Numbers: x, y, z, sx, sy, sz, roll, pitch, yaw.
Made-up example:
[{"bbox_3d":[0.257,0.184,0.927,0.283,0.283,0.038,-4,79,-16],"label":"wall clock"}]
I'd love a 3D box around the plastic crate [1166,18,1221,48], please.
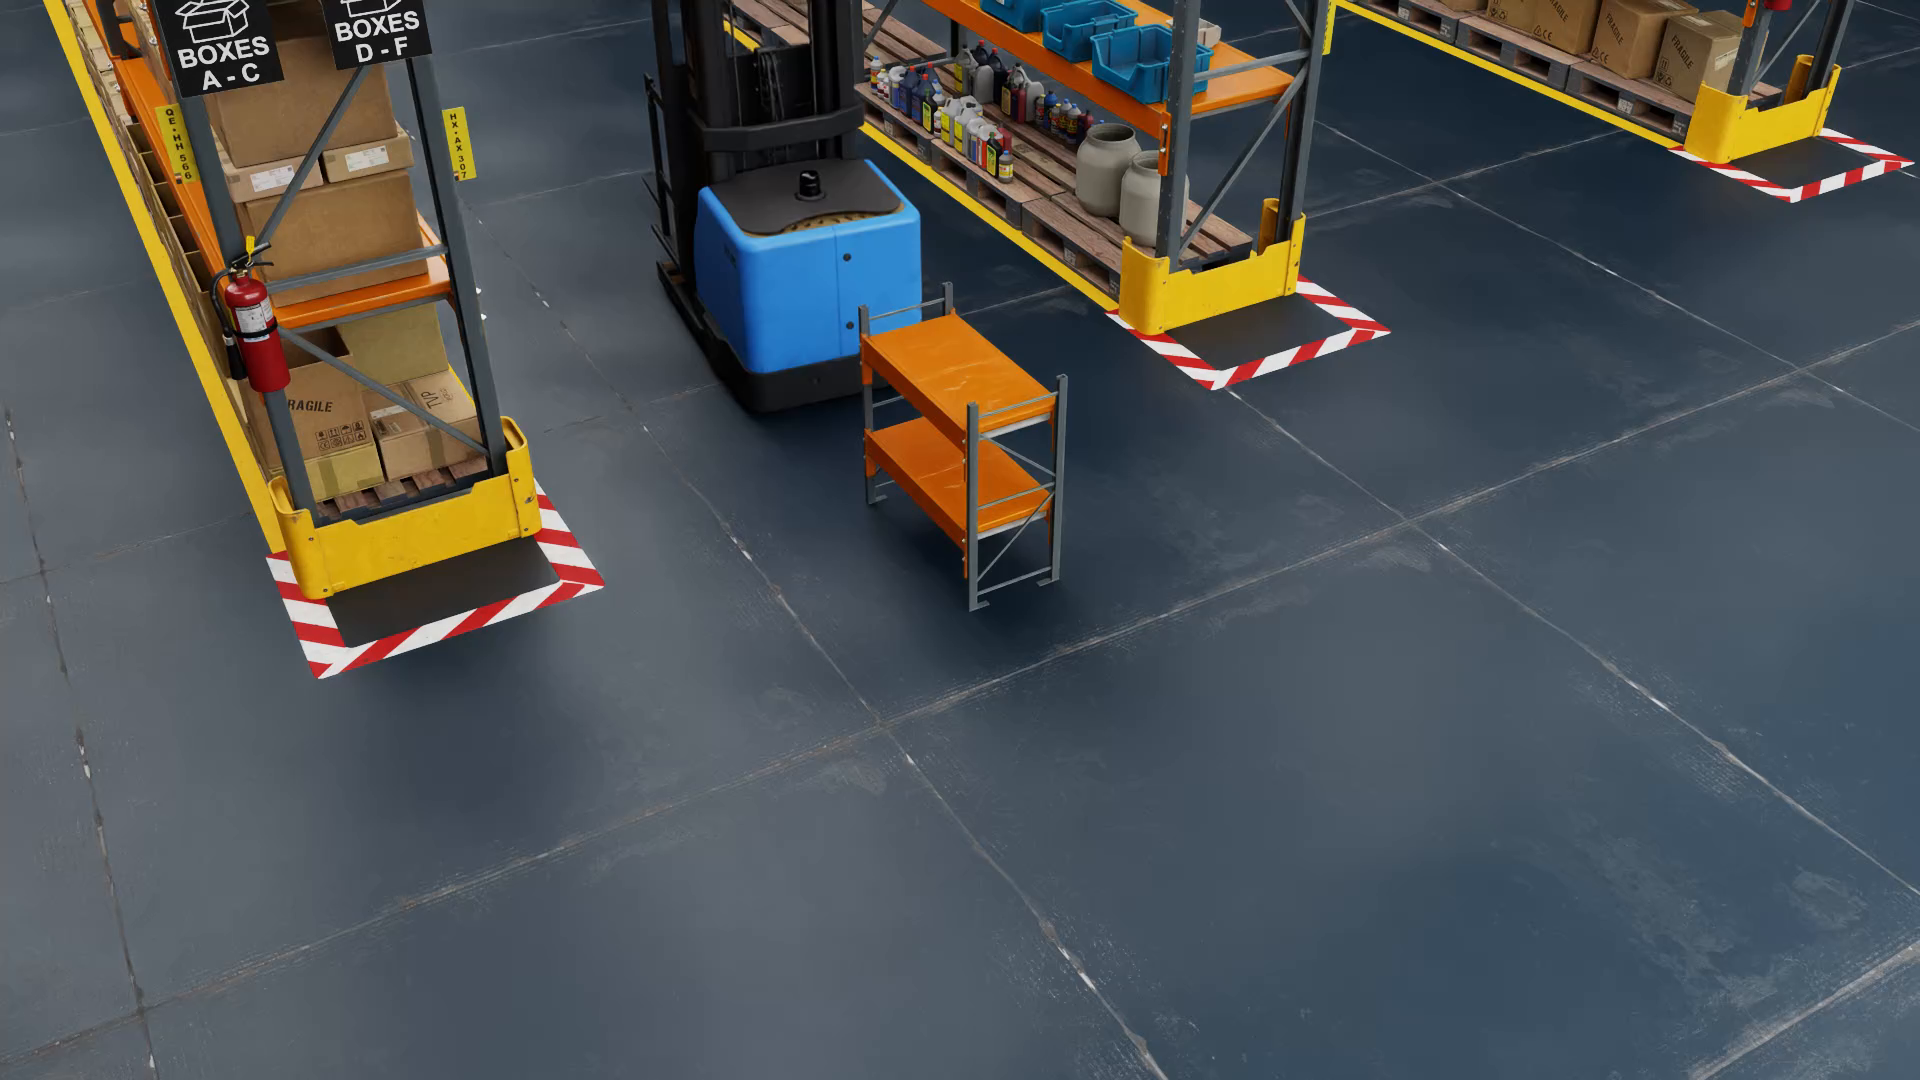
[{"bbox_3d":[1.438,-3.098,10.172,0.298,0.136,0.250,-19,40,-24],"label":"plastic crate"}]

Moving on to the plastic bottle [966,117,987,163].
[{"bbox_3d":[0.135,-2.744,11.401,0.152,0.276,0.135,-20,41,-25],"label":"plastic bottle"}]

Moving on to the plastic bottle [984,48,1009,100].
[{"bbox_3d":[0.269,-3.460,12.316,0.144,0.351,0.185,-21,41,-26],"label":"plastic bottle"}]

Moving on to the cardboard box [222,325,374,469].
[{"bbox_3d":[-3.202,-0.734,8.051,0.500,0.500,0.500,-19,40,-24],"label":"cardboard box"}]

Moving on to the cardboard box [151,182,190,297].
[{"bbox_3d":[-4.220,-1.749,9.441,0.500,0.500,0.500,-19,40,-24],"label":"cardboard box"}]

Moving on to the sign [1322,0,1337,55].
[{"bbox_3d":[2.087,-2.925,9.477,0.100,0.325,0.005,-19,40,-24],"label":"sign"}]

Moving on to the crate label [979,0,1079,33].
[{"bbox_3d":[0.451,-3.525,10.504,0.502,0.435,0.616,-19,40,-24],"label":"crate label"}]

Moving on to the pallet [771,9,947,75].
[{"bbox_3d":[-0.828,-3.955,13.487,1.003,0.211,1.213,-19,40,-24],"label":"pallet"}]

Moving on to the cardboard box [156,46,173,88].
[{"bbox_3d":[-3.813,-2.418,8.382,0.380,0.149,0.250,-19,40,-25],"label":"cardboard box"}]

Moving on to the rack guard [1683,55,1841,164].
[{"bbox_3d":[5.854,-3.150,12.138,1.175,0.500,0.348,-19,40,-24],"label":"rack guard"}]

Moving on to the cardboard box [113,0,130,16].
[{"bbox_3d":[-5.285,-3.566,10.704,0.396,0.266,0.258,-20,41,-25],"label":"cardboard box"}]

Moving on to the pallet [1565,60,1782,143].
[{"bbox_3d":[5.476,-3.458,12.805,1.003,0.211,1.213,-19,40,-24],"label":"pallet"}]

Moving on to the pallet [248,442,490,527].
[{"bbox_3d":[-3.096,-0.438,8.671,1.003,0.211,1.213,-19,40,-24],"label":"pallet"}]

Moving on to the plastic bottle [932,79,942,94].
[{"bbox_3d":[-0.176,-3.196,12.022,0.097,0.271,0.097,0,36,0],"label":"plastic bottle"}]

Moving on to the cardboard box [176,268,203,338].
[{"bbox_3d":[-4.220,-1.446,9.662,0.500,0.250,0.500,-19,40,-24],"label":"cardboard box"}]

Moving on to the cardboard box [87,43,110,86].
[{"bbox_3d":[-5.901,-3.410,11.875,0.500,0.311,0.500,-19,40,-24],"label":"cardboard box"}]

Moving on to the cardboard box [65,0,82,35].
[{"bbox_3d":[-6.685,-4.198,12.954,0.500,0.311,0.500,-18,40,-22],"label":"cardboard box"}]

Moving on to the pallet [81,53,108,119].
[{"bbox_3d":[-6.315,-3.709,13.149,1.003,0.211,1.213,-19,40,-24],"label":"pallet"}]

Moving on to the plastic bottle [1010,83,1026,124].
[{"bbox_3d":[0.418,-3.152,11.952,0.061,0.283,0.133,-19,40,-24],"label":"plastic bottle"}]

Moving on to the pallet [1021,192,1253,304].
[{"bbox_3d":[1.127,-1.967,10.764,1.003,0.211,1.213,-19,40,-24],"label":"pallet"}]

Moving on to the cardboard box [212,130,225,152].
[{"bbox_3d":[-3.165,-1.761,7.482,0.380,0.149,0.250,-18,40,-23],"label":"cardboard box"}]

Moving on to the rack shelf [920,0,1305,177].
[{"bbox_3d":[0.605,-3.382,10.947,1.077,0.370,4.000,-19,40,-24],"label":"rack shelf"}]

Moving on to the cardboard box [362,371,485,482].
[{"bbox_3d":[-2.752,-0.585,8.483,0.500,0.250,0.500,-19,40,-24],"label":"cardboard box"}]

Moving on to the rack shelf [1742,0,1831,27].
[{"bbox_3d":[4.887,-4.850,12.957,1.077,0.370,4.000,-19,40,-24],"label":"rack shelf"}]

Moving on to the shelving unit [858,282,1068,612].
[{"bbox_3d":[-0.003,-0.458,7.923,0.538,1.125,1.048,-19,40,-24],"label":"shelving unit"}]

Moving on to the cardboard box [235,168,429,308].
[{"bbox_3d":[-2.899,-1.469,7.633,0.700,0.500,0.500,-19,40,-24],"label":"cardboard box"}]

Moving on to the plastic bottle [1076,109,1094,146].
[{"bbox_3d":[0.870,-2.871,11.568,0.061,0.283,0.133,-18,40,-23],"label":"plastic bottle"}]

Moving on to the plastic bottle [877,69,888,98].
[{"bbox_3d":[-0.568,-3.396,12.356,0.097,0.201,0.097,0,36,0],"label":"plastic bottle"}]

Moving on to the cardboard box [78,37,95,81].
[{"bbox_3d":[-6.432,-3.715,12.769,0.500,0.250,0.500,-20,41,-25],"label":"cardboard box"}]

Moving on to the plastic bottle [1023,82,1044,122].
[{"bbox_3d":[0.510,-3.181,11.998,0.152,0.276,0.135,-18,40,-23],"label":"plastic bottle"}]

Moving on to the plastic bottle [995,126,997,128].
[{"bbox_3d":[0.234,-2.761,11.486,0.097,0.201,0.097,0,36,0],"label":"plastic bottle"}]

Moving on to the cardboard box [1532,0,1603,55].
[{"bbox_3d":[4.965,-4.223,13.253,0.500,0.500,0.500,-15,39,-20],"label":"cardboard box"}]

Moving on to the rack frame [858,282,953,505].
[{"bbox_3d":[-0.259,-0.717,8.278,0.500,1.125,0.032,-19,40,-24],"label":"rack frame"}]

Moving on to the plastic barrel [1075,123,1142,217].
[{"bbox_3d":[0.961,-2.386,10.727,0.421,0.512,0.421,0,36,0],"label":"plastic barrel"}]

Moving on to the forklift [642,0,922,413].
[{"bbox_3d":[-1.243,-2.744,9.521,1.130,2.935,3.031,-14,38,-19],"label":"forklift"}]

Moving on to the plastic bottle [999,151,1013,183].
[{"bbox_3d":[0.308,-2.507,11.139,0.097,0.201,0.097,0,36,0],"label":"plastic bottle"}]

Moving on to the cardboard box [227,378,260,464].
[{"bbox_3d":[-3.462,-0.683,8.618,0.500,0.250,0.500,-19,40,-24],"label":"cardboard box"}]

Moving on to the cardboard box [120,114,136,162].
[{"bbox_3d":[-5.136,-2.634,10.813,0.500,0.311,0.500,-19,40,-24],"label":"cardboard box"}]

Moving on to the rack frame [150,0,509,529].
[{"bbox_3d":[-2.675,-1.187,7.332,1.000,3.000,0.127,-19,40,-24],"label":"rack frame"}]

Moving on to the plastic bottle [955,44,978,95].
[{"bbox_3d":[0.048,-3.515,12.392,0.144,0.351,0.185,-19,40,-24],"label":"plastic bottle"}]

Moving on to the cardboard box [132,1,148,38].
[{"bbox_3d":[-4.203,-2.814,8.925,0.380,0.149,0.250,-20,41,-25],"label":"cardboard box"}]

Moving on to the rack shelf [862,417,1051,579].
[{"bbox_3d":[-0.003,-0.260,8.067,0.538,0.278,1.000,-19,40,-24],"label":"rack shelf"}]

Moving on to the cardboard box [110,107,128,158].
[{"bbox_3d":[-5.654,-2.931,11.695,0.500,0.250,0.500,-18,40,-23],"label":"cardboard box"}]

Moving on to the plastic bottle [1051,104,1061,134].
[{"bbox_3d":[0.696,-2.993,11.805,0.097,0.201,0.097,0,36,0],"label":"plastic bottle"}]

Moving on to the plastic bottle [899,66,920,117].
[{"bbox_3d":[-0.353,-3.266,12.051,0.144,0.351,0.185,-18,40,-23],"label":"plastic bottle"}]

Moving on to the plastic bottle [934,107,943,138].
[{"bbox_3d":[-0.137,-2.958,11.756,0.097,0.201,0.097,0,36,0],"label":"plastic bottle"}]

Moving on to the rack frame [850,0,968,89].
[{"bbox_3d":[-0.400,-4.692,12.132,1.000,3.000,0.127,-19,40,-24],"label":"rack frame"}]

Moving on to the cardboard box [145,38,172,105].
[{"bbox_3d":[-4.186,-2.775,9.422,0.700,0.500,0.500,-19,40,-24],"label":"cardboard box"}]
